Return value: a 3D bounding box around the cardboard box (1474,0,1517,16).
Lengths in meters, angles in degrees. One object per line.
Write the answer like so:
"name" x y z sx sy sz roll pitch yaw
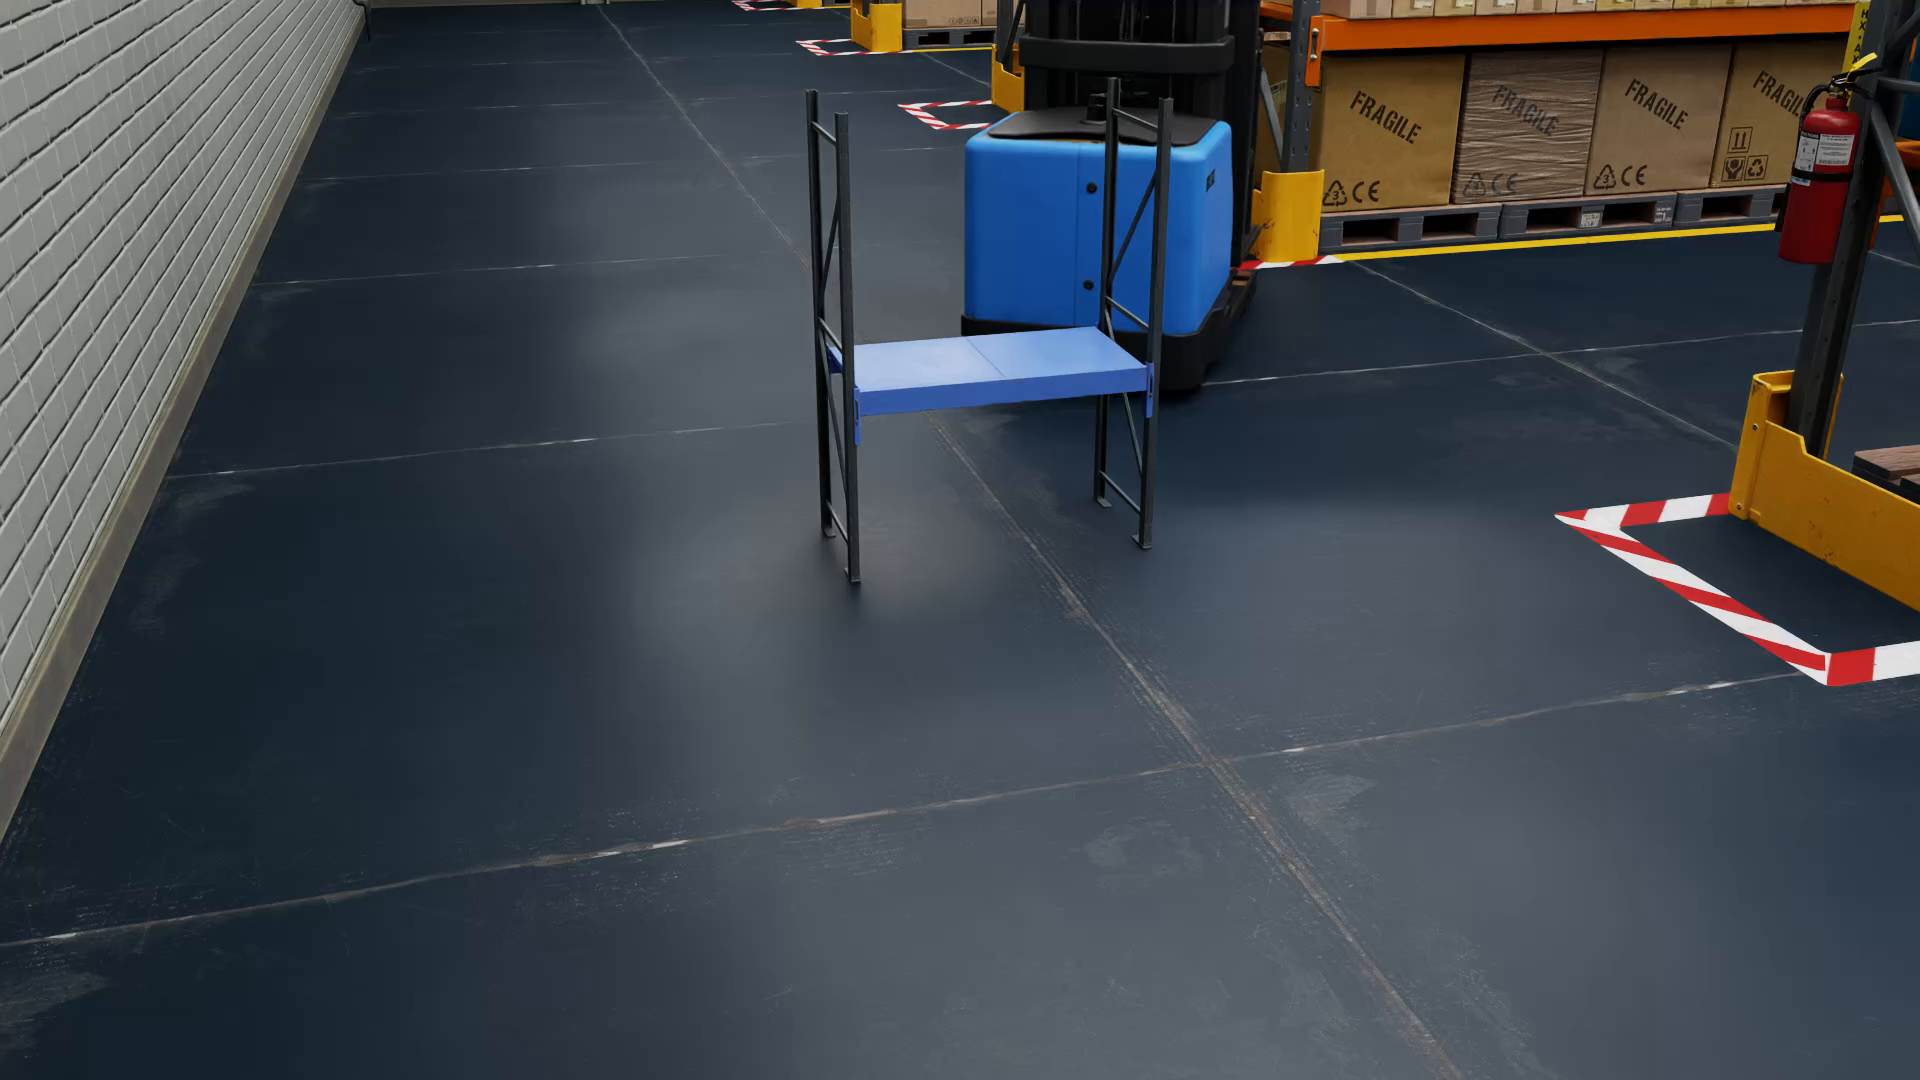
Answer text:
"cardboard box" 2.932 -3.062 9.401 0.250 0.149 0.380 -7 24 -15

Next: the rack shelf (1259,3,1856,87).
"rack shelf" 3.683 -3.064 9.999 4.000 0.370 1.077 -6 24 -14

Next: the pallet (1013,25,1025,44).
"pallet" 1.001 -5.906 19.246 1.213 0.211 1.003 -6 24 -14

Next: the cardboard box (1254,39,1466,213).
"cardboard box" 2.351 -2.497 9.927 0.875 0.875 0.875 -6 24 -14

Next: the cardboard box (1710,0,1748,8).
"cardboard box" 4.412 -3.226 9.782 0.250 0.149 0.380 -6 24 -13

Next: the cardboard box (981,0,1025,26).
"cardboard box" 0.567 -6.168 19.039 0.875 0.438 0.875 -6 24 -13

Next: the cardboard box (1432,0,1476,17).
"cardboard box" 2.681 -3.034 9.335 0.250 0.149 0.380 -7 24 -16

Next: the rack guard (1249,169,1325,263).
"rack guard" 1.734 -2.030 9.848 0.348 0.500 1.175 -6 24 -14

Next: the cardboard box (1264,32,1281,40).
"cardboard box" 2.589 -4.369 14.457 0.250 0.149 0.380 -6 24 -14

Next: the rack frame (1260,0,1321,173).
"rack frame" 1.757 -3.182 9.361 0.127 3.000 1.000 -6 24 -14

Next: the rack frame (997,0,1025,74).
"rack frame" 0.514 -5.075 13.775 0.127 3.000 1.000 -6 24 -14

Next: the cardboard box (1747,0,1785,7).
"cardboard box" 4.660 -3.253 9.846 0.250 0.149 0.380 -6 24 -13

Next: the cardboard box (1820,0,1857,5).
"cardboard box" 5.155 -3.308 9.974 0.250 0.149 0.380 -6 24 -13

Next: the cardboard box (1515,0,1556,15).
"cardboard box" 3.177 -3.089 9.463 0.250 0.149 0.380 -7 24 -15

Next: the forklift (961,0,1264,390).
"forklift" 0.912 -2.535 7.940 1.130 2.935 3.031 7 24 15

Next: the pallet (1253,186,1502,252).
"pallet" 2.506 -2.015 10.178 1.213 0.211 1.003 -6 24 -14

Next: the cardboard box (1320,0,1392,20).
"cardboard box" 2.188 -2.979 9.207 0.250 0.149 0.380 -6 24 -14

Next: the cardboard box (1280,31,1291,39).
"cardboard box" 2.857 -4.354 14.422 0.250 0.149 0.380 -7 24 -16

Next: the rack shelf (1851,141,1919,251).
"rack shelf" 5.020 -1.184 5.617 4.000 0.370 1.077 -6 24 -14

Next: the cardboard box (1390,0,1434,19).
"cardboard box" 2.434 -3.007 9.271 0.250 0.149 0.380 -7 24 -15

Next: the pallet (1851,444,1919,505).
"pallet" 3.899 -0.093 5.699 1.213 0.211 1.003 -6 24 -14

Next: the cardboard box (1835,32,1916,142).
"cardboard box" 6.219 -2.900 10.867 0.875 0.875 1.225 -6 24 -14

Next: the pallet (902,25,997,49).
"pallet" -0.171 -5.777 18.947 1.213 0.211 1.003 -6 24 -14

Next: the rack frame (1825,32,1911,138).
"rack frame" 5.608 -3.608 10.354 0.127 3.000 1.000 -6 24 -14

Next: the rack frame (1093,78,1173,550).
"rack frame" 0.572 -0.752 5.602 0.032 1.500 0.500 -6 24 -14

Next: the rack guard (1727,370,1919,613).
"rack guard" 3.075 -0.145 5.454 0.348 0.500 1.175 -6 24 -14

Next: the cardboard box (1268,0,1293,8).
"cardboard box" 2.011 -3.229 9.790 0.250 0.149 0.380 -6 24 -13

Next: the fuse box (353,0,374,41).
"fuse box" -6.770 -6.556 18.858 0.414 1.711 0.539 -6 24 -14

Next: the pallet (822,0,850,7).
"pallet" -1.424 -7.640 23.288 1.213 0.211 1.003 -6 24 -14

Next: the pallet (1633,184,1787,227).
"pallet" 4.855 -2.275 10.784 1.213 0.211 1.003 -6 24 -14

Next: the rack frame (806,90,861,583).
"rack frame" -0.407 -0.644 5.349 0.032 1.500 0.500 -6 24 -14

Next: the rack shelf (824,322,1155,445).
"rack shelf" 0.082 -0.533 5.546 1.000 0.185 0.538 -6 24 -14

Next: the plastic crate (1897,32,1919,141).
"plastic crate" 3.367 -1.452 5.208 0.499 0.435 0.616 -6 24 -14

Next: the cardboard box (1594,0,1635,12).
"cardboard box" 3.668 -3.143 9.590 0.250 0.149 0.380 -7 24 -16

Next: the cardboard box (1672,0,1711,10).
"cardboard box" 4.166 -3.198 9.718 0.250 0.149 0.380 -7 24 -15

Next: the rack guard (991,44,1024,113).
"rack guard" 0.588 -3.935 14.286 0.348 0.500 1.175 -6 24 -14

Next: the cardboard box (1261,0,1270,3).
"cardboard box" 3.507 -6.683 19.683 0.875 0.875 0.875 -6 24 -13

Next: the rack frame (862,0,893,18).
"rack frame" -0.920 -6.944 18.129 0.127 3.000 1.000 -6 24 -14

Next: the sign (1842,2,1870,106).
"sign" 2.931 -1.583 5.429 0.005 0.325 0.100 -6 24 -14

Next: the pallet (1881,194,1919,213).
"pallet" 6.331 -2.437 11.162 1.213 0.211 1.003 -6 24 -14

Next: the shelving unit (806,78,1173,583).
"shelving unit" 0.082 -0.698 5.475 1.048 1.500 0.538 -6 24 -14

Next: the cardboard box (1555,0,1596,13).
"cardboard box" 3.425 -3.117 9.528 0.250 0.149 0.380 -7 24 -15

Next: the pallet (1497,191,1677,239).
"pallet" 3.678 -2.144 10.478 1.213 0.211 1.003 -6 24 -14

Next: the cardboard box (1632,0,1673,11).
"cardboard box" 3.920 -3.172 9.656 0.250 0.149 0.380 -6 24 -14

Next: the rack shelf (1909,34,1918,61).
"rack shelf" 7.534 -3.490 10.992 4.000 0.370 1.077 -6 24 -14

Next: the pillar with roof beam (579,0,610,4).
"pillar with roof beam" -3.941 -10.006 17.656 0.400 9.000 9.100 -6 24 -14

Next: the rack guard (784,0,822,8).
"rack guard" -2.191 -7.687 23.032 0.348 0.500 1.175 -6 24 -14

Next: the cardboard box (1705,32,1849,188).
"cardboard box" 4.951 -2.784 10.597 0.875 0.875 0.875 -6 24 -14

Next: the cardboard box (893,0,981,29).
"cardboard box" -0.312 -6.068 18.804 0.875 0.438 0.875 -7 24 -16

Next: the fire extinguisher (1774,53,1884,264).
"fire extinguisher" 2.827 -1.251 5.432 0.183 0.674 0.296 -6 24 -14

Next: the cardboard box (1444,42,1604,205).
"cardboard box" 3.228 -2.594 10.153 0.875 0.875 0.875 -6 24 -14

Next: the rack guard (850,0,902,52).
"rack guard" -0.943 -5.793 18.616 0.348 0.500 1.175 -6 24 -14

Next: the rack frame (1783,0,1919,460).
"rack frame" 3.095 -1.301 4.978 0.127 3.000 1.000 -6 24 -14

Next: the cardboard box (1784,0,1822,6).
"cardboard box" 4.908 -3.281 9.910 0.250 0.149 0.380 -7 24 -15

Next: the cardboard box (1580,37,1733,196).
"cardboard box" 4.085 -2.688 10.373 0.875 0.875 0.875 -6 24 -14

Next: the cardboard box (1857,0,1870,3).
"cardboard box" 5.403 -3.335 10.038 0.250 0.149 0.380 -6 24 -14
